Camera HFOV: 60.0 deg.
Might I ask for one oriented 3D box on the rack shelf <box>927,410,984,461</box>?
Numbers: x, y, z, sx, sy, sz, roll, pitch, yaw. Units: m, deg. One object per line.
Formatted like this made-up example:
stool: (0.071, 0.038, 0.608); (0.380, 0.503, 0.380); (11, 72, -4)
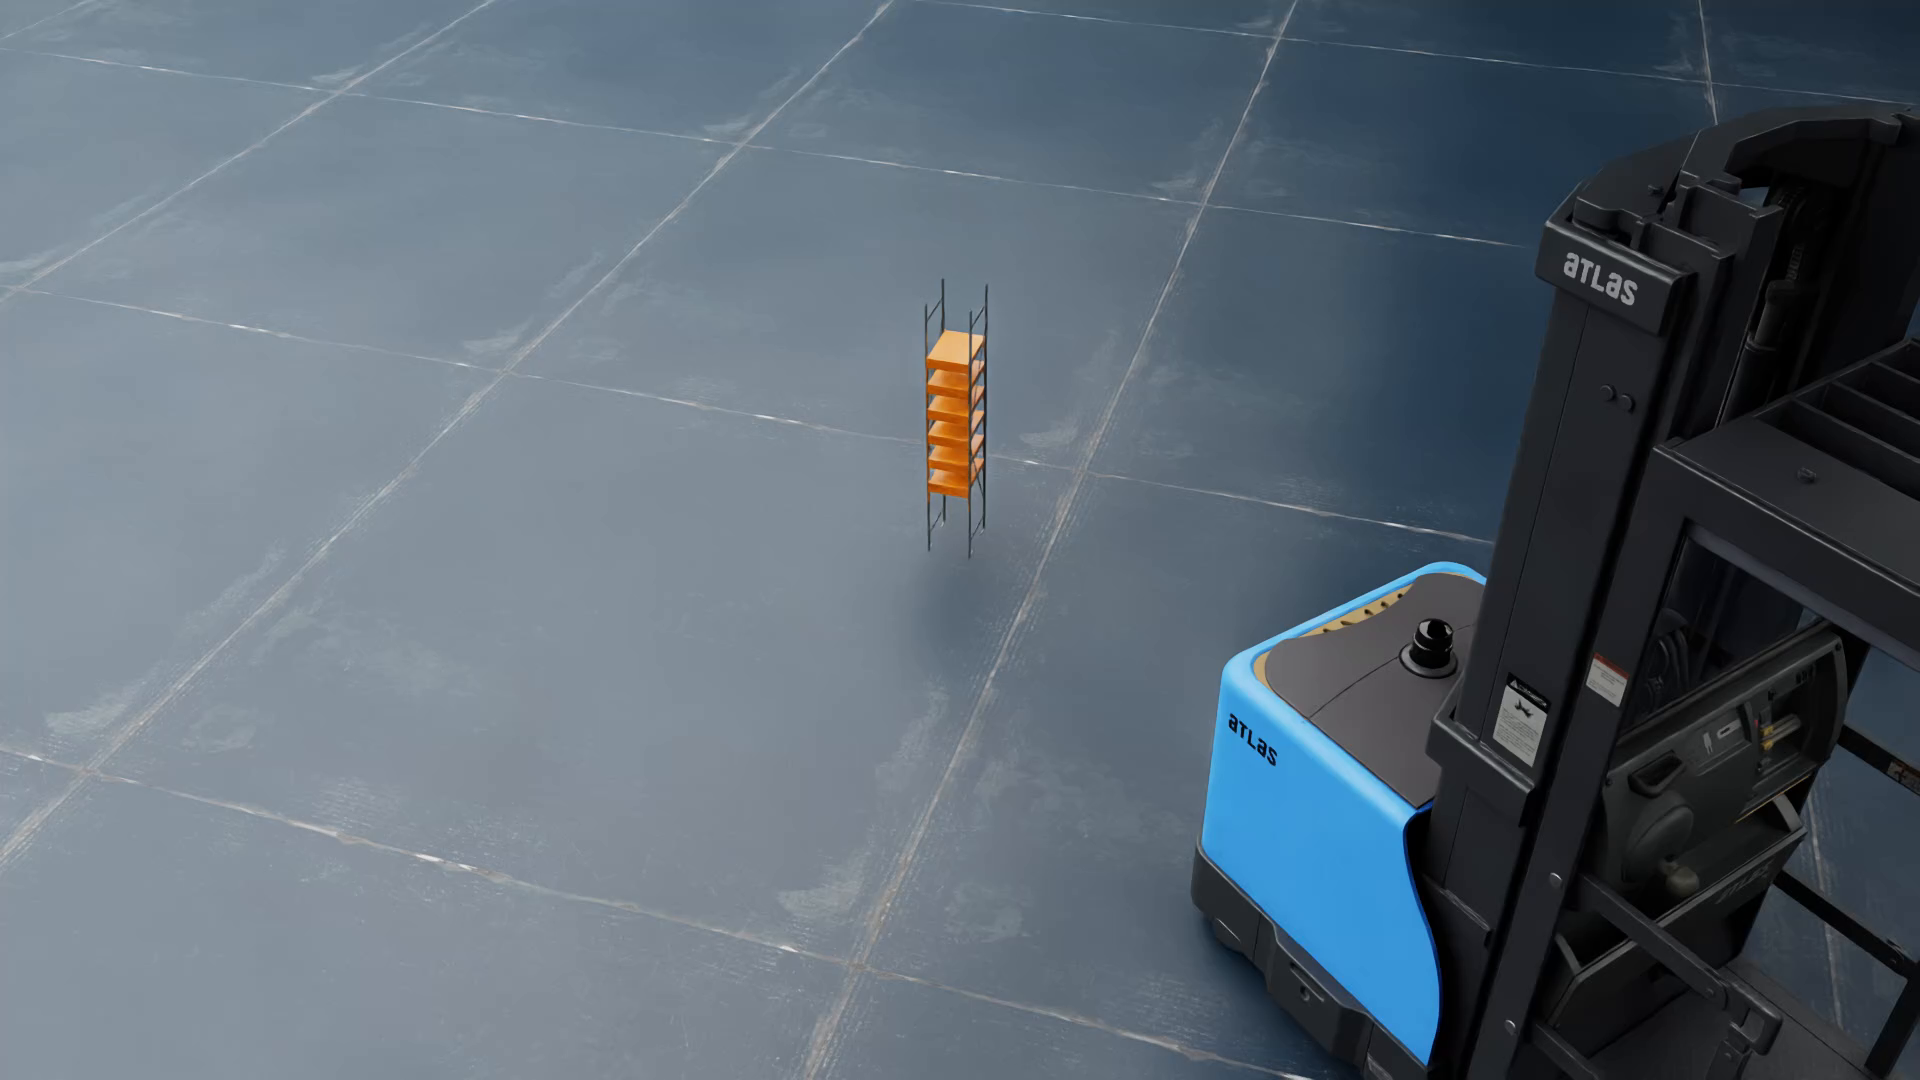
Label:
rack shelf: (-0.014, -0.450, 6.924); (0.180, 0.103, 0.258); (10, 38, 14)

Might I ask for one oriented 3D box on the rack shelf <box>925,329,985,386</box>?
rack shelf: (-0.014, -0.740, 6.711); (0.180, 0.103, 0.258); (10, 38, 14)

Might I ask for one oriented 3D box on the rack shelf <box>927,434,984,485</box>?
rack shelf: (-0.014, -0.353, 6.995); (0.180, 0.103, 0.258); (10, 38, 14)

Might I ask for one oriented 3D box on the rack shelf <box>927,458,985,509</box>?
rack shelf: (-0.014, -0.257, 7.066); (0.180, 0.103, 0.258); (10, 38, 14)

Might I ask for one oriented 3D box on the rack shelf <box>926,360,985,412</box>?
rack shelf: (-0.014, -0.643, 6.782); (0.180, 0.103, 0.258); (10, 38, 14)

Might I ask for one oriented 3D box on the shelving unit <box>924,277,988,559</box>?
shelving unit: (-0.014, -0.486, 6.898); (0.189, 1.200, 0.258); (10, 38, 14)

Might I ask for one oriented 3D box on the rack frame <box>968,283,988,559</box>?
rack frame: (0.074, -0.470, 6.876); (0.006, 1.200, 0.240); (10, 38, 14)

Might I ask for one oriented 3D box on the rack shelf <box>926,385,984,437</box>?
rack shelf: (-0.014, -0.547, 6.853); (0.180, 0.103, 0.258); (10, 38, 14)

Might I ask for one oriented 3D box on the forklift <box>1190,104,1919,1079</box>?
forklift: (1.996, 0.617, 3.939); (1.130, 2.935, 3.031); (-21, 41, -26)

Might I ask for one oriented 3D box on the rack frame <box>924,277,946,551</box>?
rack frame: (-0.101, -0.502, 6.920); (0.006, 1.200, 0.240); (10, 38, 14)
